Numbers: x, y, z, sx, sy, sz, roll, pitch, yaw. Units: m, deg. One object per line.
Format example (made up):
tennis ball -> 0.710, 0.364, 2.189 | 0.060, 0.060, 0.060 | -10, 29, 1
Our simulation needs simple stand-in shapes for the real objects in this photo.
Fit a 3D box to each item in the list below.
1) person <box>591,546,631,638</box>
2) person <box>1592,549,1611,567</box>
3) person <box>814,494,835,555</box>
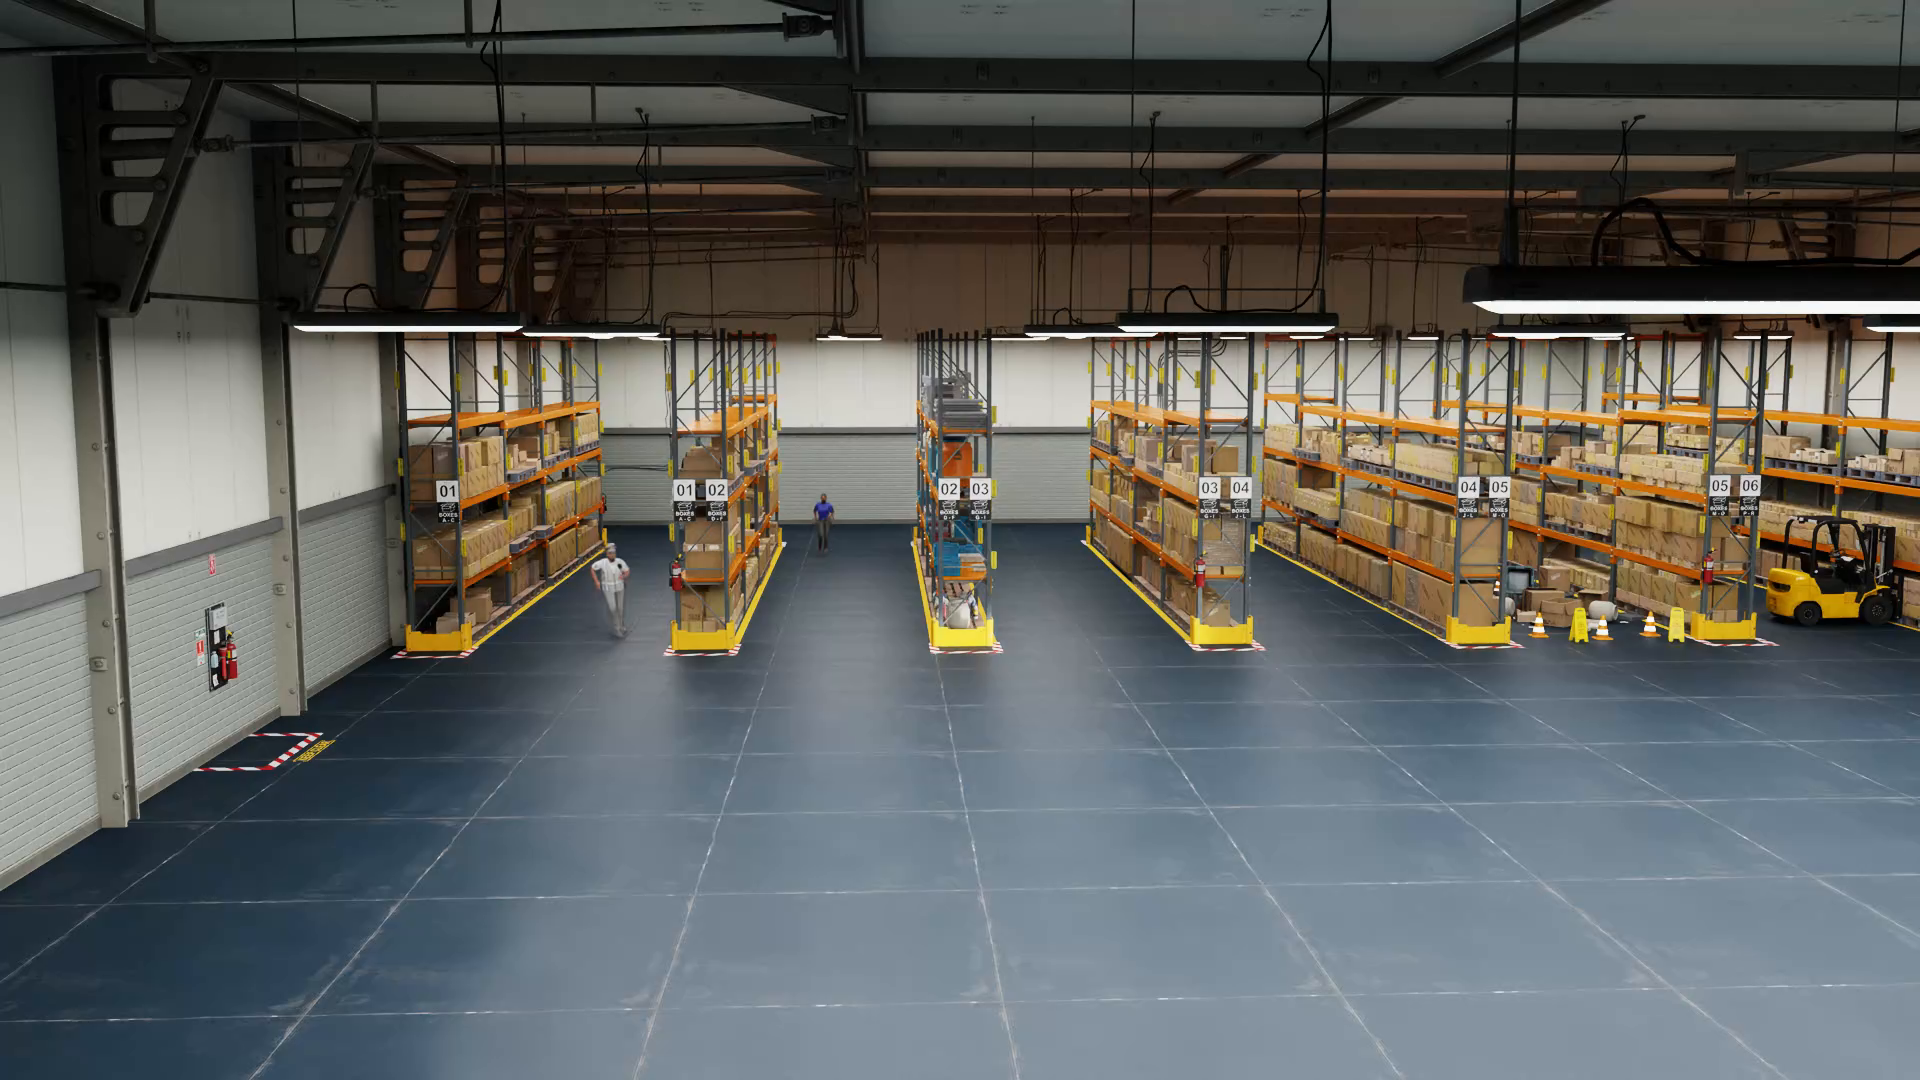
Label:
person -> -6.846, 1.007, 32.726 | 0.748, 1.829, 0.809 | -3, 7, -24
person -> 16.338, -0.111, 42.238 | 0.714, 1.732, 0.984 | -1, 7, -10
person -> -3.690, -0.422, 45.299 | 0.577, 1.690, 0.725 | -1, 7, -5
